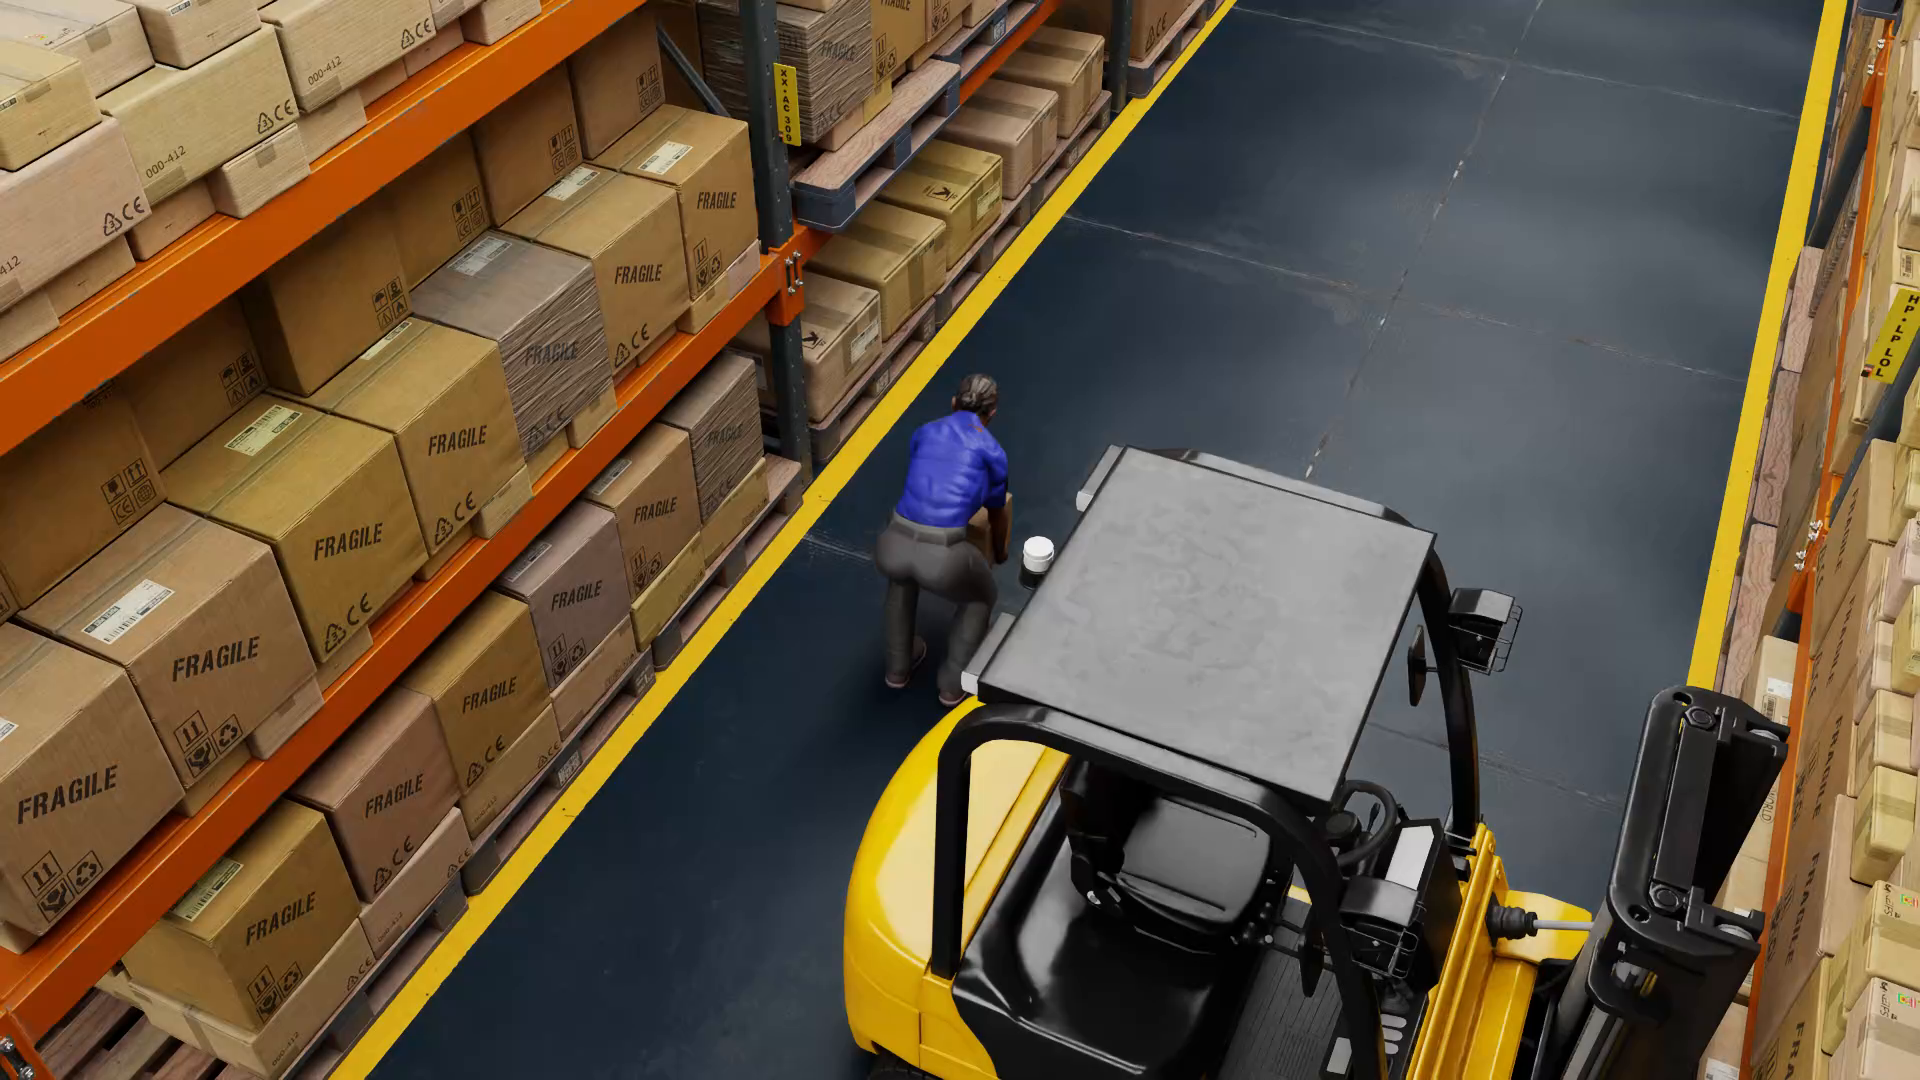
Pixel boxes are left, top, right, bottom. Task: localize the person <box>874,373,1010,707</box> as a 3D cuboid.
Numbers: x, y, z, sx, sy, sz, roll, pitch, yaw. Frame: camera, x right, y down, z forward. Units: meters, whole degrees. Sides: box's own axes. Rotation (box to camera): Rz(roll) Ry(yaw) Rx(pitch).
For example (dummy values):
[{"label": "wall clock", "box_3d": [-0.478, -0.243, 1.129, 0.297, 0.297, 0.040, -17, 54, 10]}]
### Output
[{"label": "person", "box_3d": [-0.039, 0.018, 6.524, 0.444, 1.153, 0.840, 15, 44, 16]}]
